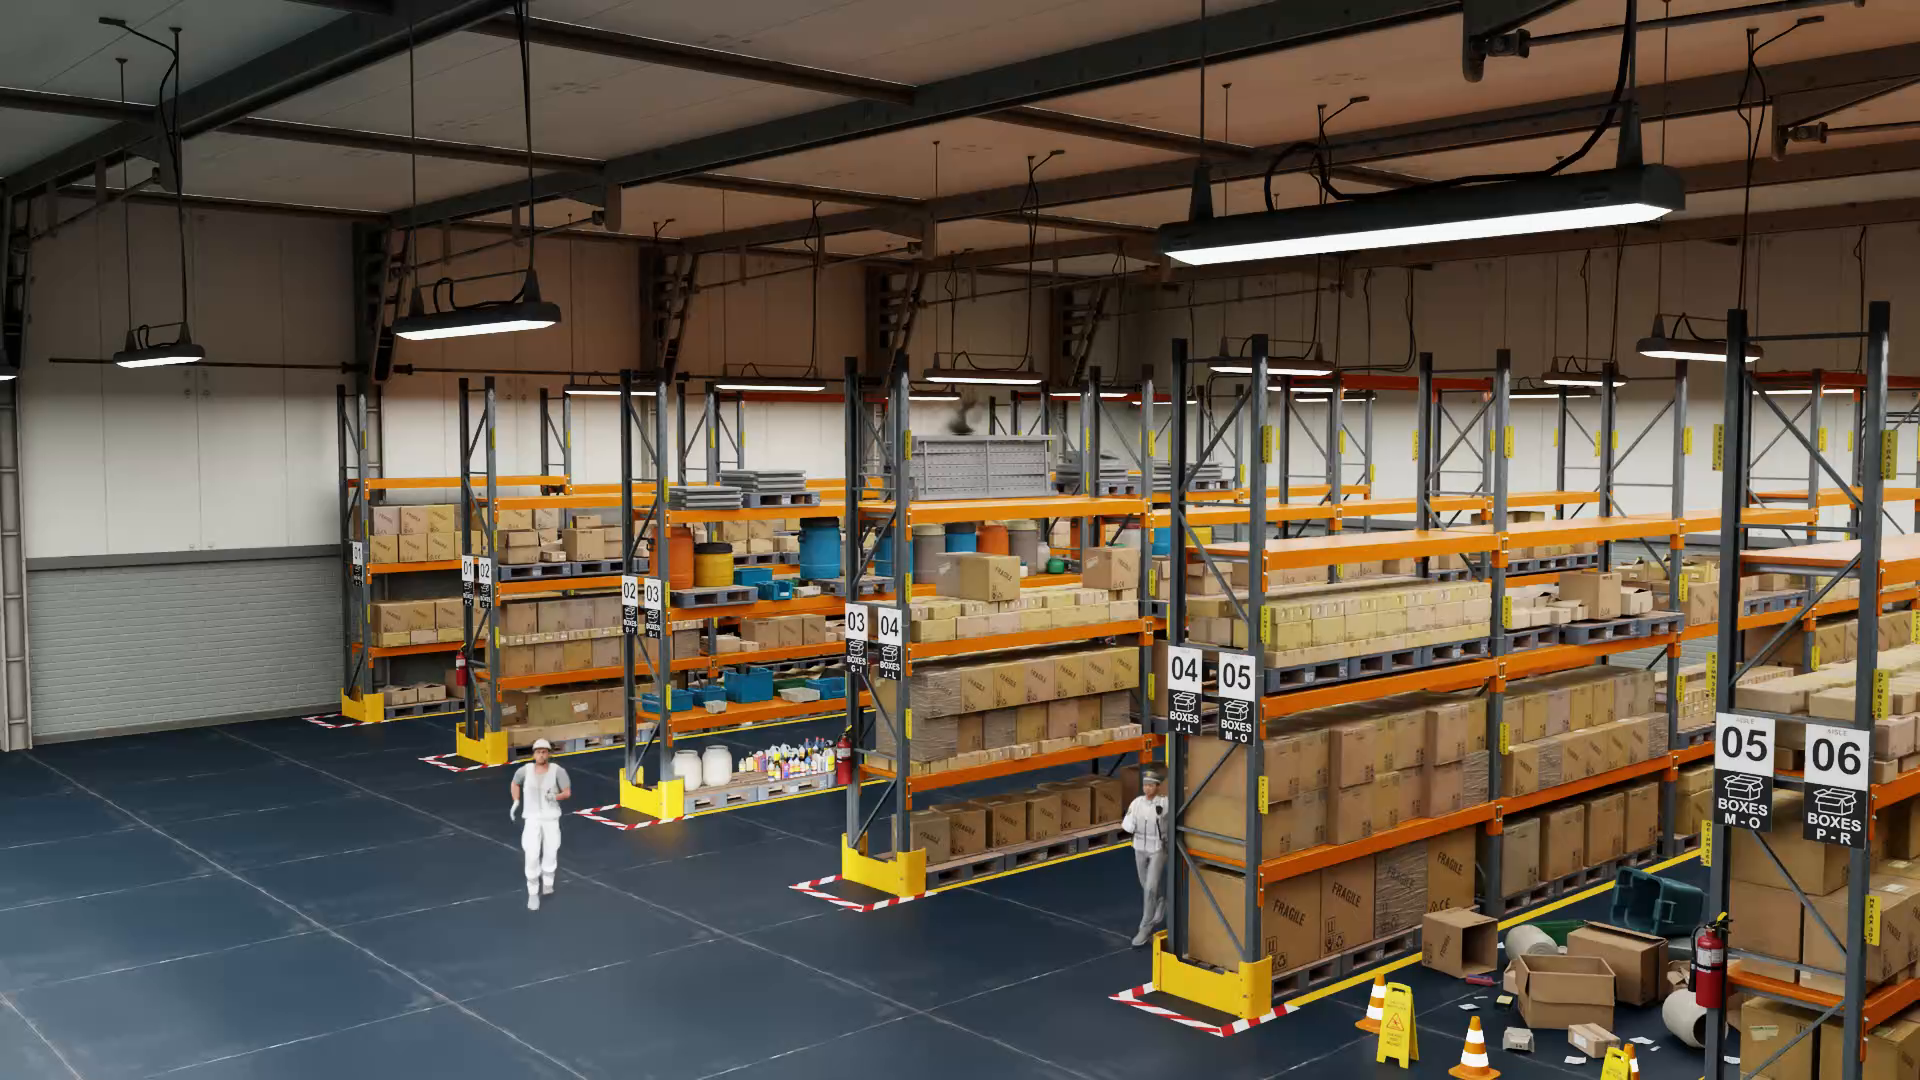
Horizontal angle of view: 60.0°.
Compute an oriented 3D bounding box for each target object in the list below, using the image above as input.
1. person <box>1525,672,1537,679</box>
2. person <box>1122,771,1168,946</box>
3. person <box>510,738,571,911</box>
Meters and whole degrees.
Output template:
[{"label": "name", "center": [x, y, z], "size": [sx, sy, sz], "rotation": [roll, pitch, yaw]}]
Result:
[{"label": "person", "center": [8.587, 2.761, 25.011], "size": [0.533, 1.557, 0.556], "rotation": [-4, 5, -44]}, {"label": "person", "center": [1.953, 3.181, 16.955], "size": [0.604, 1.696, 0.924], "rotation": [2, 4, 33]}, {"label": "person", "center": [-4.567, 3.080, 18.131], "size": [0.647, 1.836, 0.761], "rotation": [-1, 4, -15]}]
